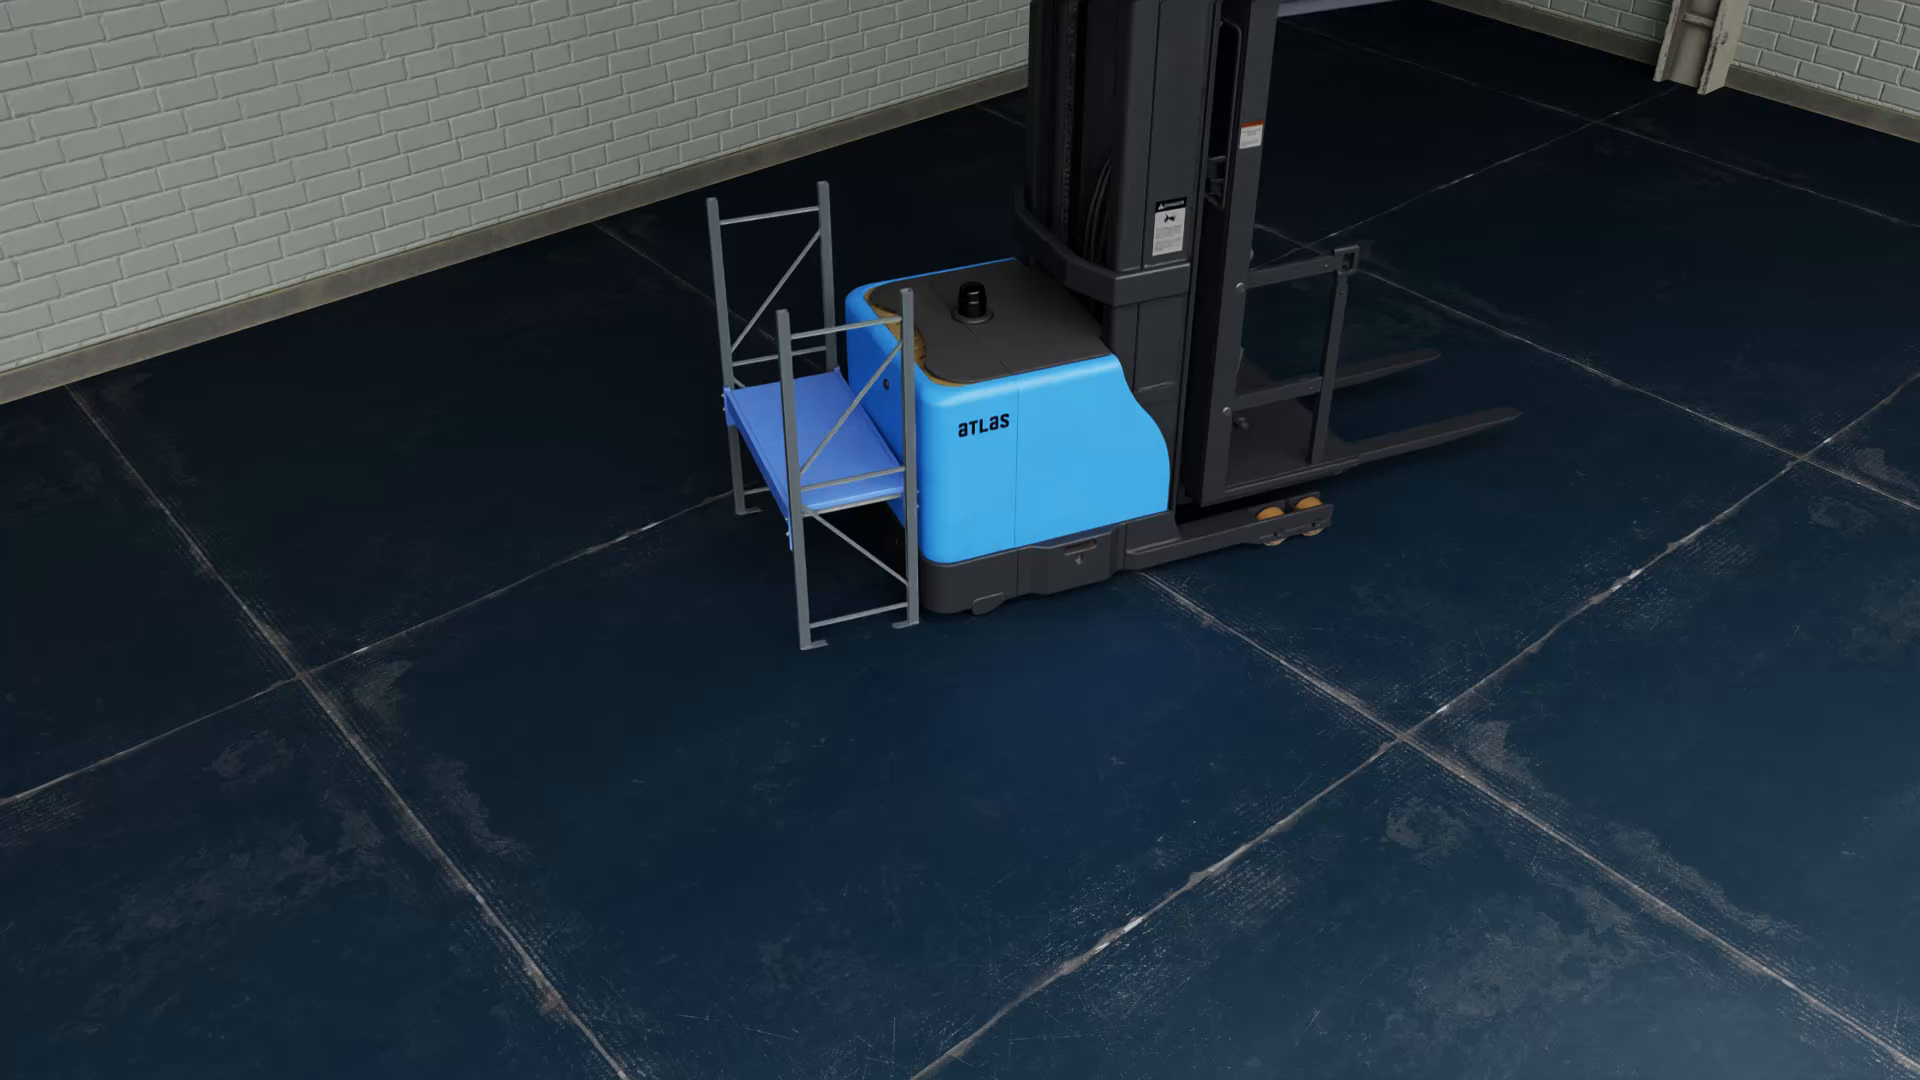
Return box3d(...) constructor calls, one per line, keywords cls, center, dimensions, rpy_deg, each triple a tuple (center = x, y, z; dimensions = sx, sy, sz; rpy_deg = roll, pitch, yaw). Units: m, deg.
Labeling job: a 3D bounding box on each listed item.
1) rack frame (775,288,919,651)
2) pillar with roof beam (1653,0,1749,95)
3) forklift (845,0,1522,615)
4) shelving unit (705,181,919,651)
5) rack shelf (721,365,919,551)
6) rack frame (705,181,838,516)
box3d(cls="rack frame", center=(-0.405, -0.228, 6.274), dimensions=(0.500, 1.500, 0.032), rpy_deg=(-12, 37, -17))
box3d(cls="pillar with roof beam", center=(1.912, -5.332, 6.993), dimensions=(9.100, 9.000, 0.400), rpy_deg=(-26, 43, -32))
box3d(cls="forklift", center=(1.077, -1.438, 6.745), dimensions=(3.031, 2.935, 1.130), rpy_deg=(-14, 38, -18))
box3d(cls="shelving unit", center=(-0.585, -0.503, 6.662), dimensions=(0.538, 1.500, 1.048), rpy_deg=(-12, 37, -17))
box3d(cls="rack shelf", center=(-0.585, -0.356, 6.766), dimensions=(0.538, 0.185, 1.000), rpy_deg=(-12, 37, -17))
box3d(cls="rack frame", center=(-0.765, -0.777, 7.050), dimensions=(0.500, 1.500, 0.032), rpy_deg=(-12, 37, -17))
